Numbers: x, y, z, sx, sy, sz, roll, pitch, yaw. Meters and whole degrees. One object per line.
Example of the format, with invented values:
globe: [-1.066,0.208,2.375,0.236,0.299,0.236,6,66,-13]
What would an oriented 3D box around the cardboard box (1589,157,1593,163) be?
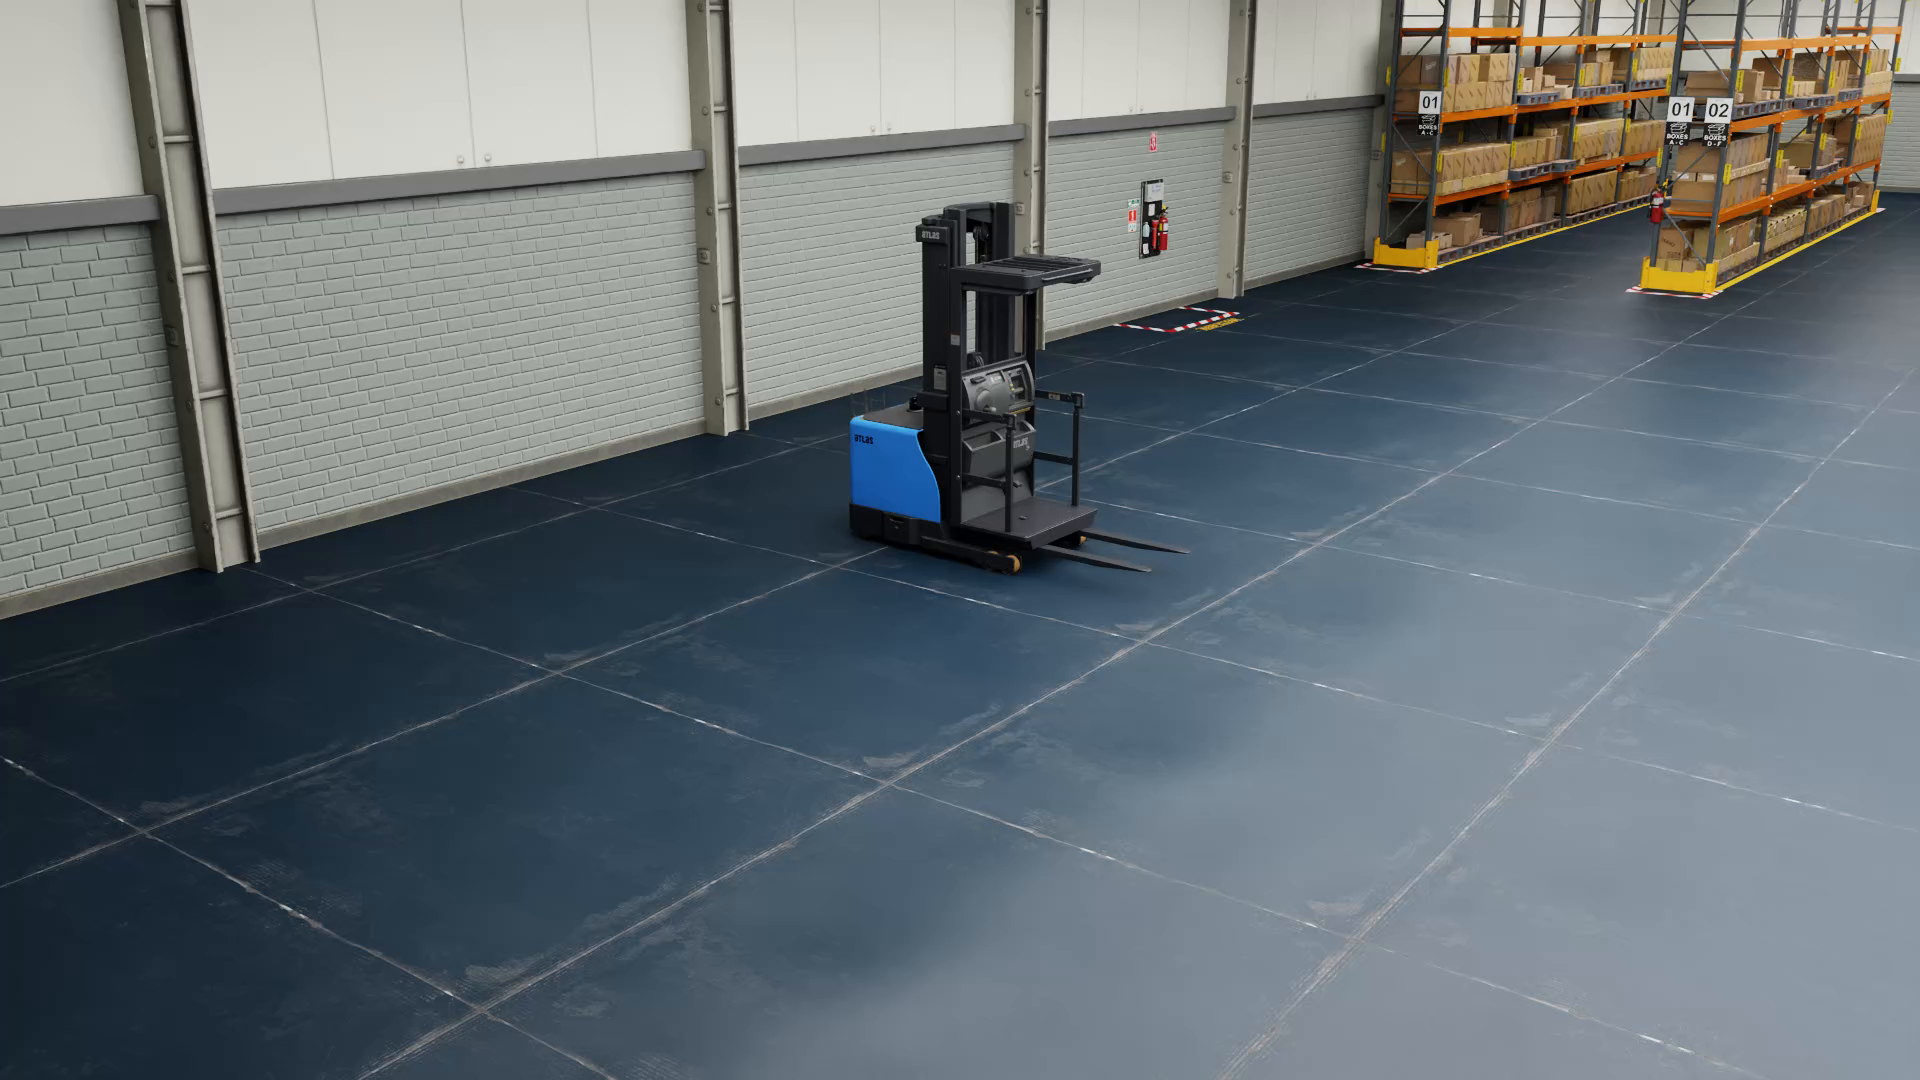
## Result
cardboard box: [14.437,-8.829,38.507,0.380,0.149,0.250,13,21,35]

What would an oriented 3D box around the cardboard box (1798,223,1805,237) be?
cardboard box: [17.012,-6.379,34.156,0.500,0.250,0.500,13,21,36]

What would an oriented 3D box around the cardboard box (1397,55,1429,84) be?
cardboard box: [8.430,-8.745,30.902,0.500,0.500,0.500,14,22,37]

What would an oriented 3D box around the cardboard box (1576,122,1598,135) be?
cardboard box: [14.241,-9.403,37.996,0.500,0.250,0.500,13,21,35]

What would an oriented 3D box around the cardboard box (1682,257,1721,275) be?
cardboard box: [12.861,-4.731,28.848,0.500,0.250,0.500,12,21,35]

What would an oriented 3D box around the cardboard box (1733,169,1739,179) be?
cardboard box: [13.384,-6.414,29.077,0.380,0.149,0.250,12,21,33]

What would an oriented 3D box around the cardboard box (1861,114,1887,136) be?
cardboard box: [21.852,-9.936,39.828,0.500,0.500,0.500,12,21,34]

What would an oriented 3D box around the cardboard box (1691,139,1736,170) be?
cardboard box: [12.992,-6.670,28.808,0.700,0.500,0.500,12,21,33]

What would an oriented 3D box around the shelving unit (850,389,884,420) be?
shelving unit: [-0.835,-0.757,15.159,0.258,1.200,0.189,13,21,35]

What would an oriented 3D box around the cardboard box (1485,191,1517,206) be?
cardboard box: [11.451,-7.240,35.209,0.500,0.250,0.500,12,21,34]

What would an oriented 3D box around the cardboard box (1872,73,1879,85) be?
cardboard box: [20.606,-10.521,37.917,0.500,0.250,0.500,12,21,35]

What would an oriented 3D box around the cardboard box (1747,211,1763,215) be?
cardboard box: [15.970,-6.495,33.583,0.500,0.311,0.500,12,21,33]

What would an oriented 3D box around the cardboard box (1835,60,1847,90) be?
cardboard box: [18.774,-10.071,36.014,0.600,0.600,0.600,12,21,34]

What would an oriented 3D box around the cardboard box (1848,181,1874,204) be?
cardboard box: [21.770,-8.409,40.237,0.500,0.500,0.500,12,21,35]

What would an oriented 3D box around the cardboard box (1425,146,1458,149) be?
cardboard box: [9.405,-7.437,32.589,0.500,0.500,0.500,13,21,35]

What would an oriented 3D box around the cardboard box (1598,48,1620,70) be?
cardboard box: [15.761,-11.662,40.294,0.500,0.500,0.500,12,21,34]

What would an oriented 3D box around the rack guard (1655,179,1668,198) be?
rack guard: [17.930,-9.252,43.694,1.175,0.500,0.348,12,21,35]

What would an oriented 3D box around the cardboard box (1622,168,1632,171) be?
cardboard box: [16.891,-9.396,42.357,0.380,0.149,0.250,13,21,35]

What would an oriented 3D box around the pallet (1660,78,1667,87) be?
pallet: [17.482,-11.652,42.298,1.003,0.211,1.213,12,21,35]

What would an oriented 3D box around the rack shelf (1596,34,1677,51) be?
rack shelf: [16.724,-12.294,41.047,1.077,0.370,4.000,12,21,35]

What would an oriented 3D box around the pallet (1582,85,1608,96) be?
pallet: [14.154,-10.307,38.136,1.003,0.211,1.213,14,22,37]

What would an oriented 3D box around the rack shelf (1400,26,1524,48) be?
rack shelf: [9.574,-9.625,31.785,1.077,0.370,4.000,12,21,35]

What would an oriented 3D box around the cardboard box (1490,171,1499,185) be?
cardboard box: [10.424,-7.236,33.207,0.500,0.250,0.500,13,21,35]

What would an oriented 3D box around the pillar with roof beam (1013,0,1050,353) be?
pillar with roof beam: [4.412,-6.195,19.519,9.100,9.000,0.400,12,21,35]

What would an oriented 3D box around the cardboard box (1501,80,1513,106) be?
cardboard box: [10.662,-8.907,33.109,0.500,0.500,0.500,13,22,36]

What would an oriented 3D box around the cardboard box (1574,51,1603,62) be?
cardboard box: [14.586,-11.215,38.569,0.500,0.250,0.500,12,21,33]

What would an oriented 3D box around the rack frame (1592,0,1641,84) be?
rack frame: [15.533,-12.352,39.347,1.000,3.000,0.127,12,21,35]

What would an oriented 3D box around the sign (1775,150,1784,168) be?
sign: [15.193,-7.061,30.830,0.100,0.325,0.005,12,21,35]

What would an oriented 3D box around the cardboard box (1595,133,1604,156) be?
cardboard box: [14.564,-9.171,38.514,0.500,0.500,0.500,13,22,36]

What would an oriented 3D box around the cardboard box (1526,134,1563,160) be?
cardboard box: [12.877,-8.679,36.723,0.700,0.500,0.500,10,20,28]

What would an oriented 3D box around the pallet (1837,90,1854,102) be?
pallet: [18.453,-9.565,35.747,1.213,0.211,1.003,12,21,35]

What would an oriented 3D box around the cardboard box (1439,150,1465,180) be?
cardboard box: [9.211,-7.102,31.510,0.500,0.500,0.500,12,21,35]

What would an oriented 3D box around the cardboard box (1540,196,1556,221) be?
cardboard box: [12.762,-7.370,36.893,0.700,0.500,0.500,13,21,35]

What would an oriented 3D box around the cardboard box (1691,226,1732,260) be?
cardboard box: [13.158,-5.208,29.121,0.500,0.500,0.500,12,21,35]

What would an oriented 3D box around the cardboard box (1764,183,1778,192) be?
cardboard box: [15.439,-6.762,31.886,0.380,0.149,0.250,12,21,35]

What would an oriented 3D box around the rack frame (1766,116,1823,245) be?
rack frame: [17.130,-7.660,34.353,1.000,3.000,0.127,12,21,35]

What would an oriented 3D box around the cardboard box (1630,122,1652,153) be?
cardboard box: [16.734,-10.105,41.720,0.980,0.700,0.700,11,20,32]

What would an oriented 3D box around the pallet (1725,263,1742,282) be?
pallet: [13.513,-4.902,30.173,1.003,0.211,1.213,12,21,35]

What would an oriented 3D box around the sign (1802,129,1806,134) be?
sign: [19.073,-9.120,37.595,0.100,0.325,0.005,12,21,35]

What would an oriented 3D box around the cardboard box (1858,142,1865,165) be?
cardboard box: [20.338,-8.856,38.037,0.500,0.500,0.500,13,21,36]

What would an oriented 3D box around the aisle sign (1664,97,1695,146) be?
aisle sign: [12.088,-7.033,27.948,0.394,0.787,0.004,12,21,35]

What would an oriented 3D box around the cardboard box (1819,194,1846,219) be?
cardboard box: [19.449,-7.461,37.185,0.500,0.500,0.500,12,21,34]

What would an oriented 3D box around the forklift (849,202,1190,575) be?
forklift: [0.494,-1.288,13.948,3.031,2.935,1.130,13,21,35]

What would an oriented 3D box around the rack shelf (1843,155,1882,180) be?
rack shelf: [20.705,-8.746,39.062,1.077,0.370,4.000,12,21,35]

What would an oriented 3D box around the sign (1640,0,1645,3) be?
sign: [15.976,-12.743,38.897,0.100,0.325,0.005,12,21,35]

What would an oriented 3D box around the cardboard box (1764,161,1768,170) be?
cardboard box: [14.757,-6.962,30.844,0.380,0.149,0.250,12,21,35]

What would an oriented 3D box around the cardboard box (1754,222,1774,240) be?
cardboard box: [15.193,-5.917,31.723,0.500,0.311,0.500,13,21,35]

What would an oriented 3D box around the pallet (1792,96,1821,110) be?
pallet: [16.133,-8.558,32.505,1.003,0.211,1.213,14,22,37]

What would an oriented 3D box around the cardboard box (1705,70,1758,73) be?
cardboard box: [13.664,-8.087,29.551,0.797,0.503,0.637,15,23,41]

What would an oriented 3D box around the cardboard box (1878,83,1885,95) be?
cardboard box: [21.208,-10.519,38.754,0.500,0.250,0.500,12,21,35]

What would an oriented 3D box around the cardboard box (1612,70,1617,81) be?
cardboard box: [15.752,-11.301,40.396,0.500,0.250,0.500,13,21,35]

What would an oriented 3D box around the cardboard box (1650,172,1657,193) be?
cardboard box: [17.579,-9.262,43.019,0.700,0.500,0.500,12,21,35]

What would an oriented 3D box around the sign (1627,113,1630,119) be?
sign: [17.474,-10.991,43.485,0.100,0.325,0.005,12,21,35]

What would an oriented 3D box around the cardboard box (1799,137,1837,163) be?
cardboard box: [18.510,-8.429,35.954,0.700,0.500,0.500,7,19,21]
